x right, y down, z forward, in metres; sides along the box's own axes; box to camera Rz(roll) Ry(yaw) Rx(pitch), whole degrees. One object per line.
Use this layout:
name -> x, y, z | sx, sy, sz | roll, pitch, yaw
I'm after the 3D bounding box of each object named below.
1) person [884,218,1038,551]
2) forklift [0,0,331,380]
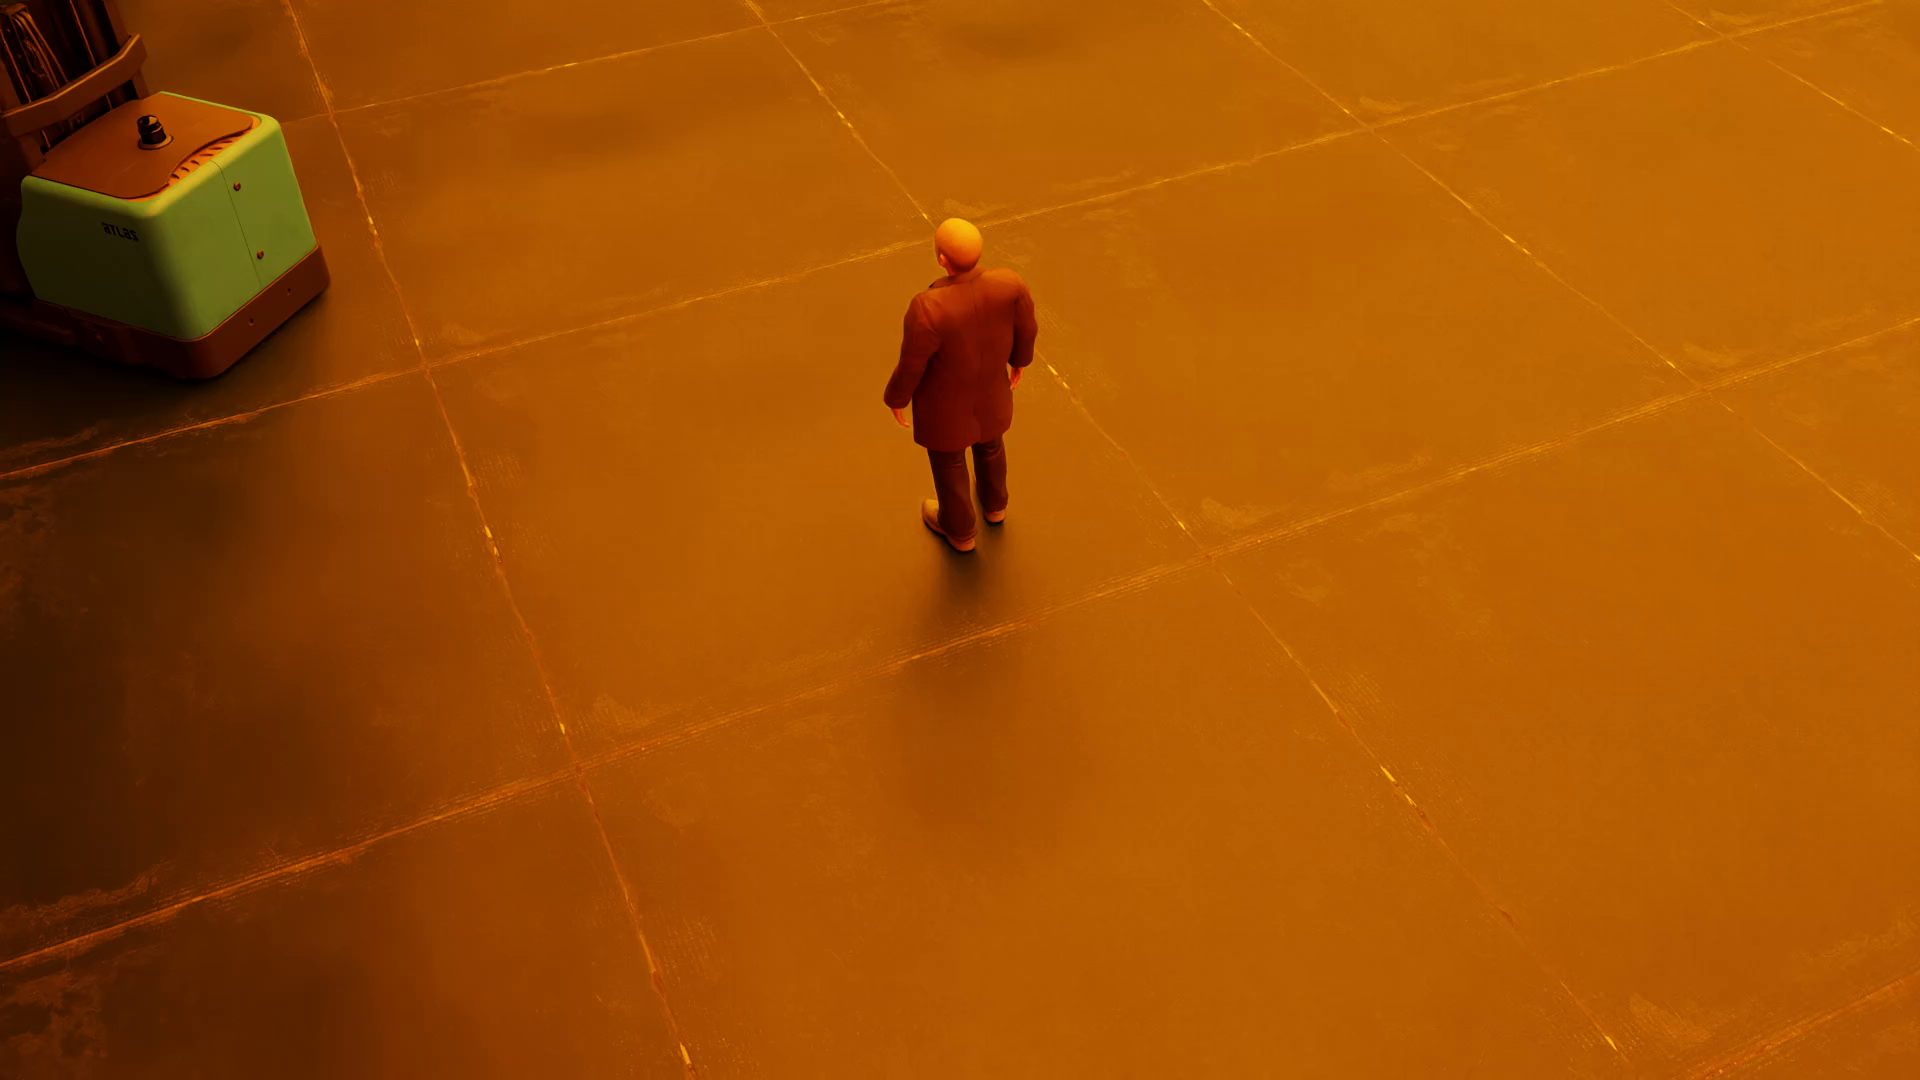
person -> -0.035, -0.714, 7.279 | 0.698, 1.778, 0.579 | -18, 46, -18
forklift -> -5.075, -2.554, 8.417 | 3.031, 2.935, 1.130 | 16, 45, 16
